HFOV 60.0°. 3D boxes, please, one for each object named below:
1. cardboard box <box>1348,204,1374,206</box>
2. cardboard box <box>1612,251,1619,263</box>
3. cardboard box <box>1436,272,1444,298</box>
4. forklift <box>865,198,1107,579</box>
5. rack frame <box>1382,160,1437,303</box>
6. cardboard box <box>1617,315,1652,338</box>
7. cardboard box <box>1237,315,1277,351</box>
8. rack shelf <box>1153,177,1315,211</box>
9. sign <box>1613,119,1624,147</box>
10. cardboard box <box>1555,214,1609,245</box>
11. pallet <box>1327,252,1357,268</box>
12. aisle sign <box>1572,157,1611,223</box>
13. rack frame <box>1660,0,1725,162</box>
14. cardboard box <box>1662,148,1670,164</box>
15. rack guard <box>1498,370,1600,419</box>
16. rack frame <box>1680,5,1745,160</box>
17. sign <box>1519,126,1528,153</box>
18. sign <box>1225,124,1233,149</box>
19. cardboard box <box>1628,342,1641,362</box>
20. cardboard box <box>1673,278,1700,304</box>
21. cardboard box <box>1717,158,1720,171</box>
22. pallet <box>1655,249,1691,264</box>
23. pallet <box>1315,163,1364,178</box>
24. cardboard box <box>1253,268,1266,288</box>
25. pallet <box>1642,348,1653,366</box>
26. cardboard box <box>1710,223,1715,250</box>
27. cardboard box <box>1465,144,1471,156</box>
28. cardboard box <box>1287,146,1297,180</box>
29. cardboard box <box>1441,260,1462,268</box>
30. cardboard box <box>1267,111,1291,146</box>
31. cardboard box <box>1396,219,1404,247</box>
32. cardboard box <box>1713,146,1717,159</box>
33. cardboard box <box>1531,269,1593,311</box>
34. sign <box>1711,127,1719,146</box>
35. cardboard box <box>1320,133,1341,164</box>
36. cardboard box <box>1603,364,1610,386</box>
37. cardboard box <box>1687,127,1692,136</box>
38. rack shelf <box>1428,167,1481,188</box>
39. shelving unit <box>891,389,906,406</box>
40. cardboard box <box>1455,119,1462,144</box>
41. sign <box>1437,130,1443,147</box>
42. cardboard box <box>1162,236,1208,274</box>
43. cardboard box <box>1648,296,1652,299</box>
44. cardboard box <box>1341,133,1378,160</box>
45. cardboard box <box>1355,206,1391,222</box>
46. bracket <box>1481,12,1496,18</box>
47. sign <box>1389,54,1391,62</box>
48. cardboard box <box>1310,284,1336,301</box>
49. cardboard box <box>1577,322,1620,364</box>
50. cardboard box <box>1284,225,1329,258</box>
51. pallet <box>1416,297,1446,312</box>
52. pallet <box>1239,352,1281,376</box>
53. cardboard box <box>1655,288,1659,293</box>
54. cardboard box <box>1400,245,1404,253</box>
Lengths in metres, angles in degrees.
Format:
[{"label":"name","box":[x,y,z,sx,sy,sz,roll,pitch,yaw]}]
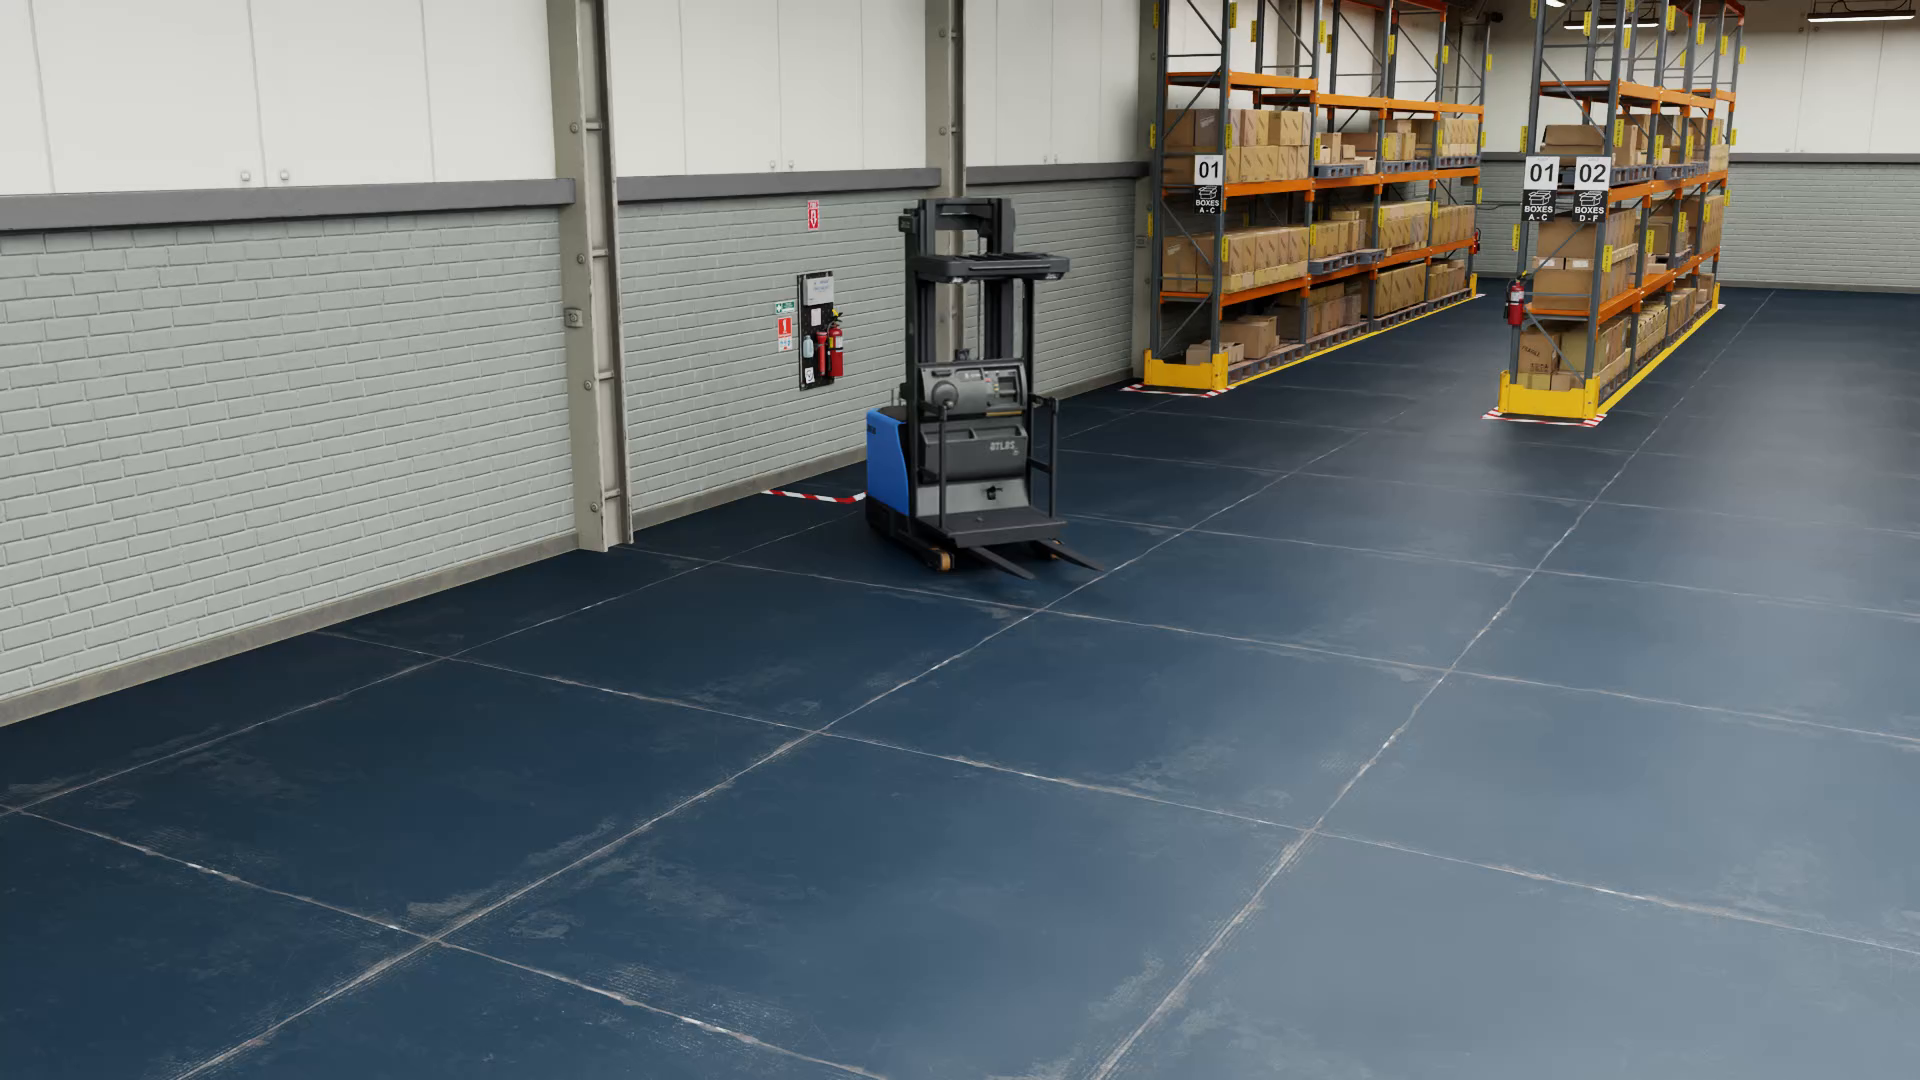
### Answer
[{"label":"cardboard box","box":[7.523,-6.175,31.258,0.500,0.250,0.500,7,15,27]},{"label":"cardboard box","box":[8.619,-3.808,22.332,0.380,0.149,0.250,8,15,29]},{"label":"cardboard box","box":[9.657,-5.329,34.675,0.700,0.500,0.500,7,15,27]},{"label":"forklift","box":[0.205,-1.276,13.574,1.130,2.935,3.031,-6,15,-23]},{"label":"rack frame","box":[8.960,-6.095,33.417,1.000,3.000,0.127,7,15,28]},{"label":"cardboard box","box":[10.345,-3.299,25.590,0.500,0.311,0.500,7,15,26]},{"label":"cardboard box","box":[4.626,-3.235,25.948,0.500,0.500,0.500,6,15,24]},{"label":"rack shelf","box":[4.126,-5.152,24.639,1.077,0.370,4.000,7,15,28]},{"label":"sign","box":[7.980,-4.930,20.150,0.100,0.325,0.005,7,15,28]},{"label":"cardboard box","box":[8.009,-3.966,21.602,0.700,0.500,0.500,7,15,27]},{"label":"pallet","box":[6.105,-4.771,28.331,1.003,0.211,1.213,7,15,28]},{"label":"aisle sign","box":[7.734,-4.289,20.375,0.394,0.787,0.004,7,15,28]},{"label":"rack frame","box":[13.298,-8.451,30.389,1.000,3.000,0.127,7,15,28]},{"label":"cardboard box","box":[11.195,-6.204,26.892,0.500,0.250,0.500,6,15,24]},{"label":"rack guard","box":[7.486,-1.853,21.152,1.175,0.500,0.348,7,15,28]},{"label":"rack frame","box":[15.232,-9.272,33.793,1.000,3.000,0.127,7,15,28]},{"label":"sign","box":[7.029,-4.987,20.700,0.100,0.325,0.005,7,15,28]},{"label":"sign","box":[3.634,-5.455,22.496,0.100,0.325,0.005,7,15,28]},{"label":"cardboard box","box":[9.843,-2.816,24.784,0.500,0.250,0.500,7,15,27]},{"label":"cardboard box","box":[14.202,-4.921,32.934,0.797,0.503,0.637,7,15,28]},{"label":"cardboard box","box":[14.477,-7.299,32.331,0.500,0.250,0.500,7,15,28]},{"label":"pallet","box":[12.301,-5.020,29.367,1.003,0.211,1.213,7,15,28]},{"label":"pallet","box":[5.983,-6.149,27.638,1.213,0.211,1.003,7,15,28]},{"label":"cardboard box","box":[4.163,-3.846,24.365,0.500,0.250,0.500,7,15,27]},{"label":"pallet","box":[10.342,-2.945,26.298,1.003,0.211,1.213,7,15,28]},{"label":"cardboard box","box":[14.516,-5.969,32.681,0.500,0.500,0.500,7,15,27]},{"label":"cardboard box","box":[10.522,-8.267,35.234,0.500,0.250,0.500,7,15,26]},{"label":"cardboard box","box":[4.809,-5.737,25.273,0.500,0.500,0.500,6,15,23]},{"label":"cardboard box","box":[10.618,-5.966,35.933,0.380,0.149,0.250,8,16,30]},{"label":"cardboard box","box":[4.589,-6.101,24.651,0.500,0.500,0.500,7,15,26]},{"label":"cardboard box","box":[7.988,-5.756,31.120,0.500,0.500,0.500,7,15,28]},{"label":"cardboard box","box":[13.991,-7.338,31.423,0.500,0.250,0.500,7,15,28]},{"label":"cardboard box","box":[7.734,-3.216,21.259,0.700,0.500,0.500,7,15,28]},{"label":"sign","box":[13.786,-7.374,30.376,0.100,0.325,0.005,7,15,28]},{"label":"cardboard box","box":[6.023,-6.521,27.673,0.500,0.500,0.500,7,15,26]},{"label":"cardboard box","box":[8.432,-2.231,22.357,0.500,0.250,0.500,7,15,28]},{"label":"cardboard box","box":[12.687,-7.060,29.694,0.600,0.600,0.600,7,15,27]},{"label":"rack shelf","box":[9.927,-7.614,34.851,1.077,0.370,4.000,7,15,28]},{"label":"shelving unit","box":[-0.479,-0.777,15.197,0.258,1.200,0.189,-6,15,-23]},{"label":"cardboard box","box":[10.027,-8.421,34.272,0.500,0.500,0.500,7,15,28]},{"label":"sign","box":[9.440,-7.898,32.721,0.100,0.325,0.005,7,15,28]},{"label":"cardboard box","box":[3.201,-4.056,23.633,0.500,0.500,0.500,7,15,27]},{"label":"cardboard box","box":[11.862,-4.038,29.276,0.500,0.500,0.500,7,15,26]},{"label":"cardboard box","box":[7.206,-7.100,30.030,0.700,0.500,0.500,6,15,24]},{"label":"cardboard box","box":[7.486,-5.912,30.165,0.500,0.250,0.500,8,16,29]},{"label":"bracket","box":[12.813,-12.644,40.100,0.076,0.066,3.189,7,15,28]},{"label":"sign","box":[8.486,-9.611,32.867,0.100,0.325,0.005,7,15,28]},{"label":"cardboard box","box":[6.149,-4.268,28.633,0.500,0.250,0.500,7,15,28]},{"label":"cardboard box","box":[8.679,-2.697,22.692,0.500,0.500,0.500,7,15,28]},{"label":"cardboard box","box":[5.645,-4.931,27.435,0.700,0.500,0.500,9,16,34]},{"label":"pallet","box":[9.396,-4.887,34.354,1.003,0.211,1.213,7,15,28]},{"label":"pallet","box":[4.210,-2.705,25.305,1.003,0.211,1.213,7,15,28]},{"label":"cardboard box","box":[12.368,-4.621,30.097,0.500,0.250,0.500,7,15,28]},{"label":"cardboard box","box":[8.254,-5.573,31.742,0.380,0.149,0.250,8,16,30]}]
